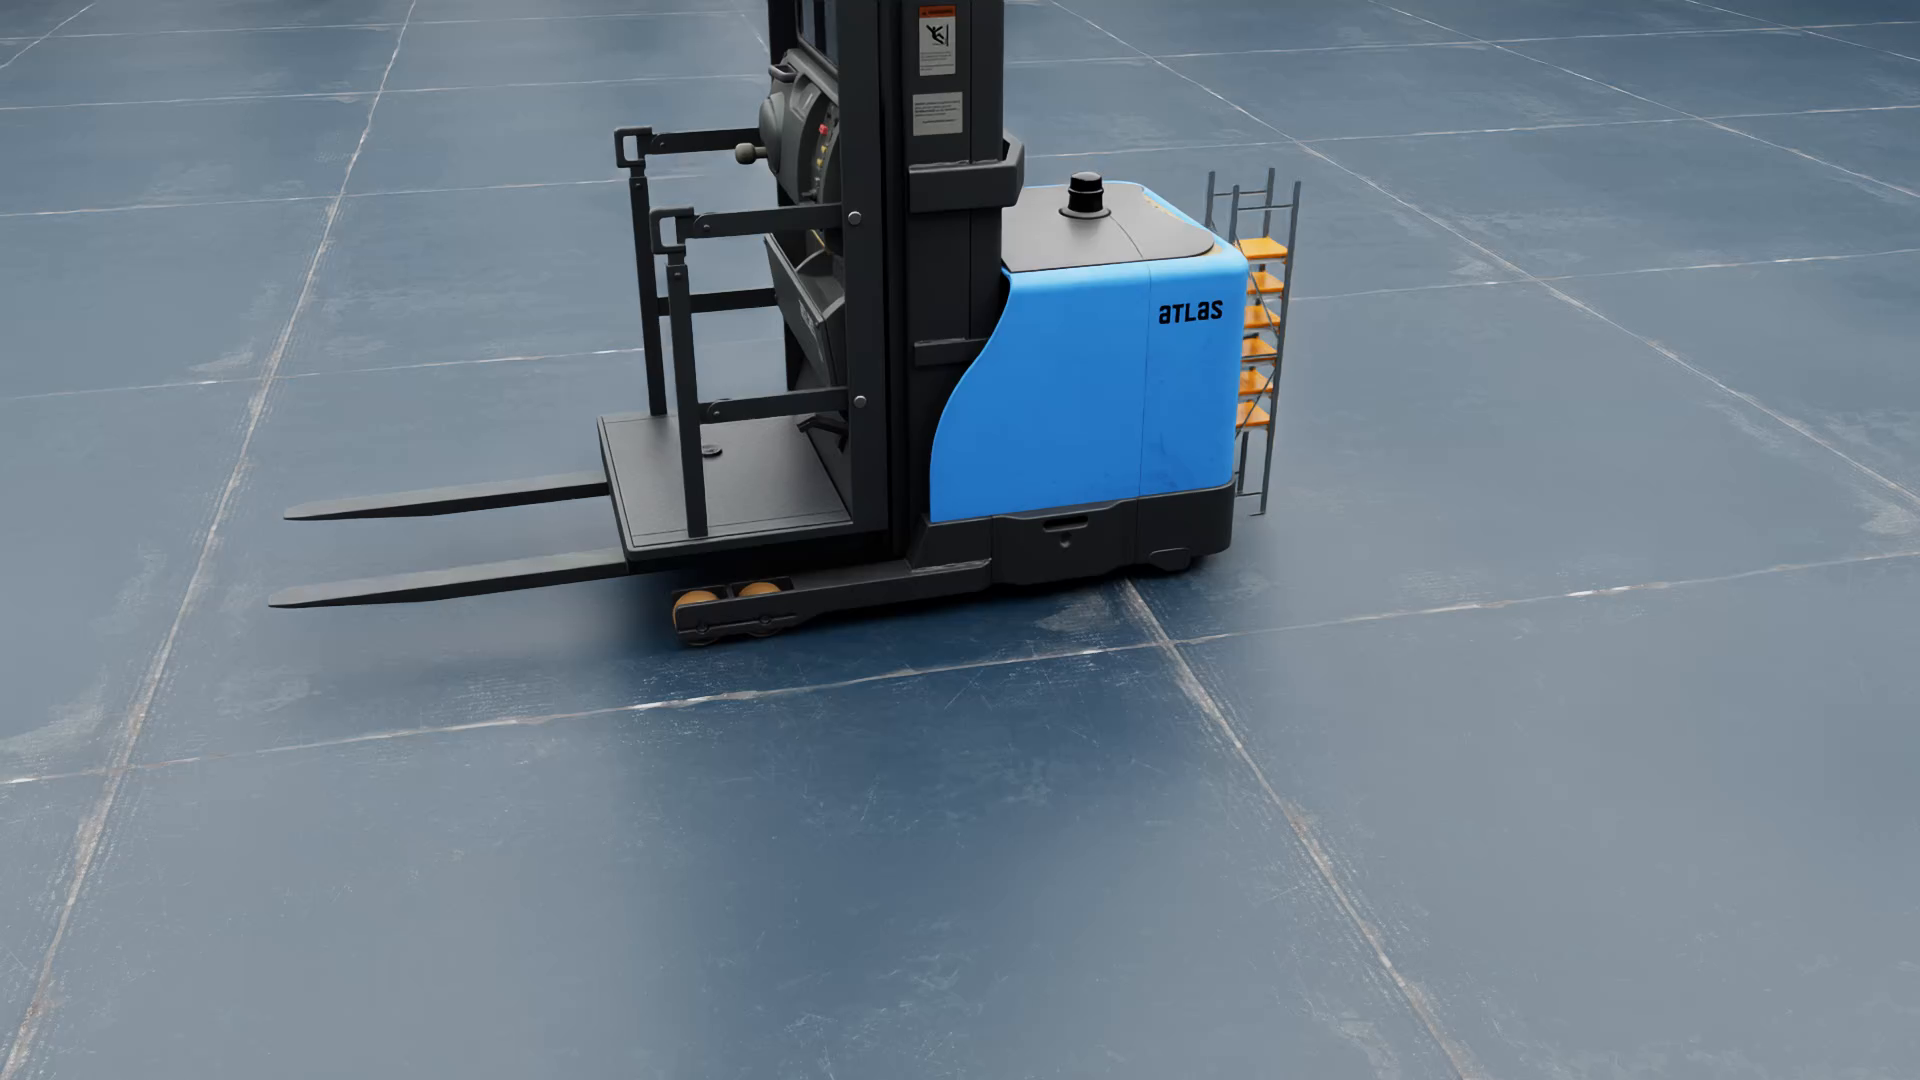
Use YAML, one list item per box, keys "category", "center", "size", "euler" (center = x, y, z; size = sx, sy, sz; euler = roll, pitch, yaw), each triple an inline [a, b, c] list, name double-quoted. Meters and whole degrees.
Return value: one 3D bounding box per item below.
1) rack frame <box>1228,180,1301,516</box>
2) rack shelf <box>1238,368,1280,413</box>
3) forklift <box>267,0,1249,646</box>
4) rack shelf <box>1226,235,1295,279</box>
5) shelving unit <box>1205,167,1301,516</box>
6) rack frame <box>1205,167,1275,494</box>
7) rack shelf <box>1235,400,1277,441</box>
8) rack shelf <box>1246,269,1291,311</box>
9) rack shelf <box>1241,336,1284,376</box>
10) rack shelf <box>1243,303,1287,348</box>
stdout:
- category: "rack frame"
  center: [0.984, -0.616, 5.634]
  size: [0.240, 1.200, 0.006]
  euler: [-7, 28, -16]
- category: "rack shelf"
  center: [0.954, -0.508, 5.785]
  size: [0.258, 0.103, 0.180]
  euler: [-7, 28, -16]
- category: "forklift"
  center: [-0.666, -1.249, 4.972]
  size: [3.031, 2.935, 1.130]
  euler: [-7, 28, -14]
- category: "rack shelf"
  center: [0.961, -0.938, 5.571]
  size: [0.258, 0.103, 0.180]
  euler: [-7, 28, -16]
- category: "shelving unit"
  center: [0.956, -0.655, 5.712]
  size: [0.258, 1.200, 0.189]
  euler: [-7, 28, -16]
- category: "rack frame"
  center: [0.929, -0.695, 5.790]
  size: [0.240, 1.200, 0.006]
  euler: [-7, 28, -16]
- category: "rack shelf"
  center: [0.952, -0.401, 5.839]
  size: [0.258, 0.103, 0.180]
  euler: [-7, 28, -16]
- category: "rack shelf"
  center: [0.959, -0.830, 5.625]
  size: [0.258, 0.103, 0.180]
  euler: [-7, 28, -16]
- category: "rack shelf"
  center: [0.955, -0.616, 5.732]
  size: [0.258, 0.103, 0.180]
  euler: [-7, 28, -16]
- category: "rack shelf"
  center: [0.957, -0.723, 5.678]
  size: [0.258, 0.103, 0.180]
  euler: [-7, 28, -16]
